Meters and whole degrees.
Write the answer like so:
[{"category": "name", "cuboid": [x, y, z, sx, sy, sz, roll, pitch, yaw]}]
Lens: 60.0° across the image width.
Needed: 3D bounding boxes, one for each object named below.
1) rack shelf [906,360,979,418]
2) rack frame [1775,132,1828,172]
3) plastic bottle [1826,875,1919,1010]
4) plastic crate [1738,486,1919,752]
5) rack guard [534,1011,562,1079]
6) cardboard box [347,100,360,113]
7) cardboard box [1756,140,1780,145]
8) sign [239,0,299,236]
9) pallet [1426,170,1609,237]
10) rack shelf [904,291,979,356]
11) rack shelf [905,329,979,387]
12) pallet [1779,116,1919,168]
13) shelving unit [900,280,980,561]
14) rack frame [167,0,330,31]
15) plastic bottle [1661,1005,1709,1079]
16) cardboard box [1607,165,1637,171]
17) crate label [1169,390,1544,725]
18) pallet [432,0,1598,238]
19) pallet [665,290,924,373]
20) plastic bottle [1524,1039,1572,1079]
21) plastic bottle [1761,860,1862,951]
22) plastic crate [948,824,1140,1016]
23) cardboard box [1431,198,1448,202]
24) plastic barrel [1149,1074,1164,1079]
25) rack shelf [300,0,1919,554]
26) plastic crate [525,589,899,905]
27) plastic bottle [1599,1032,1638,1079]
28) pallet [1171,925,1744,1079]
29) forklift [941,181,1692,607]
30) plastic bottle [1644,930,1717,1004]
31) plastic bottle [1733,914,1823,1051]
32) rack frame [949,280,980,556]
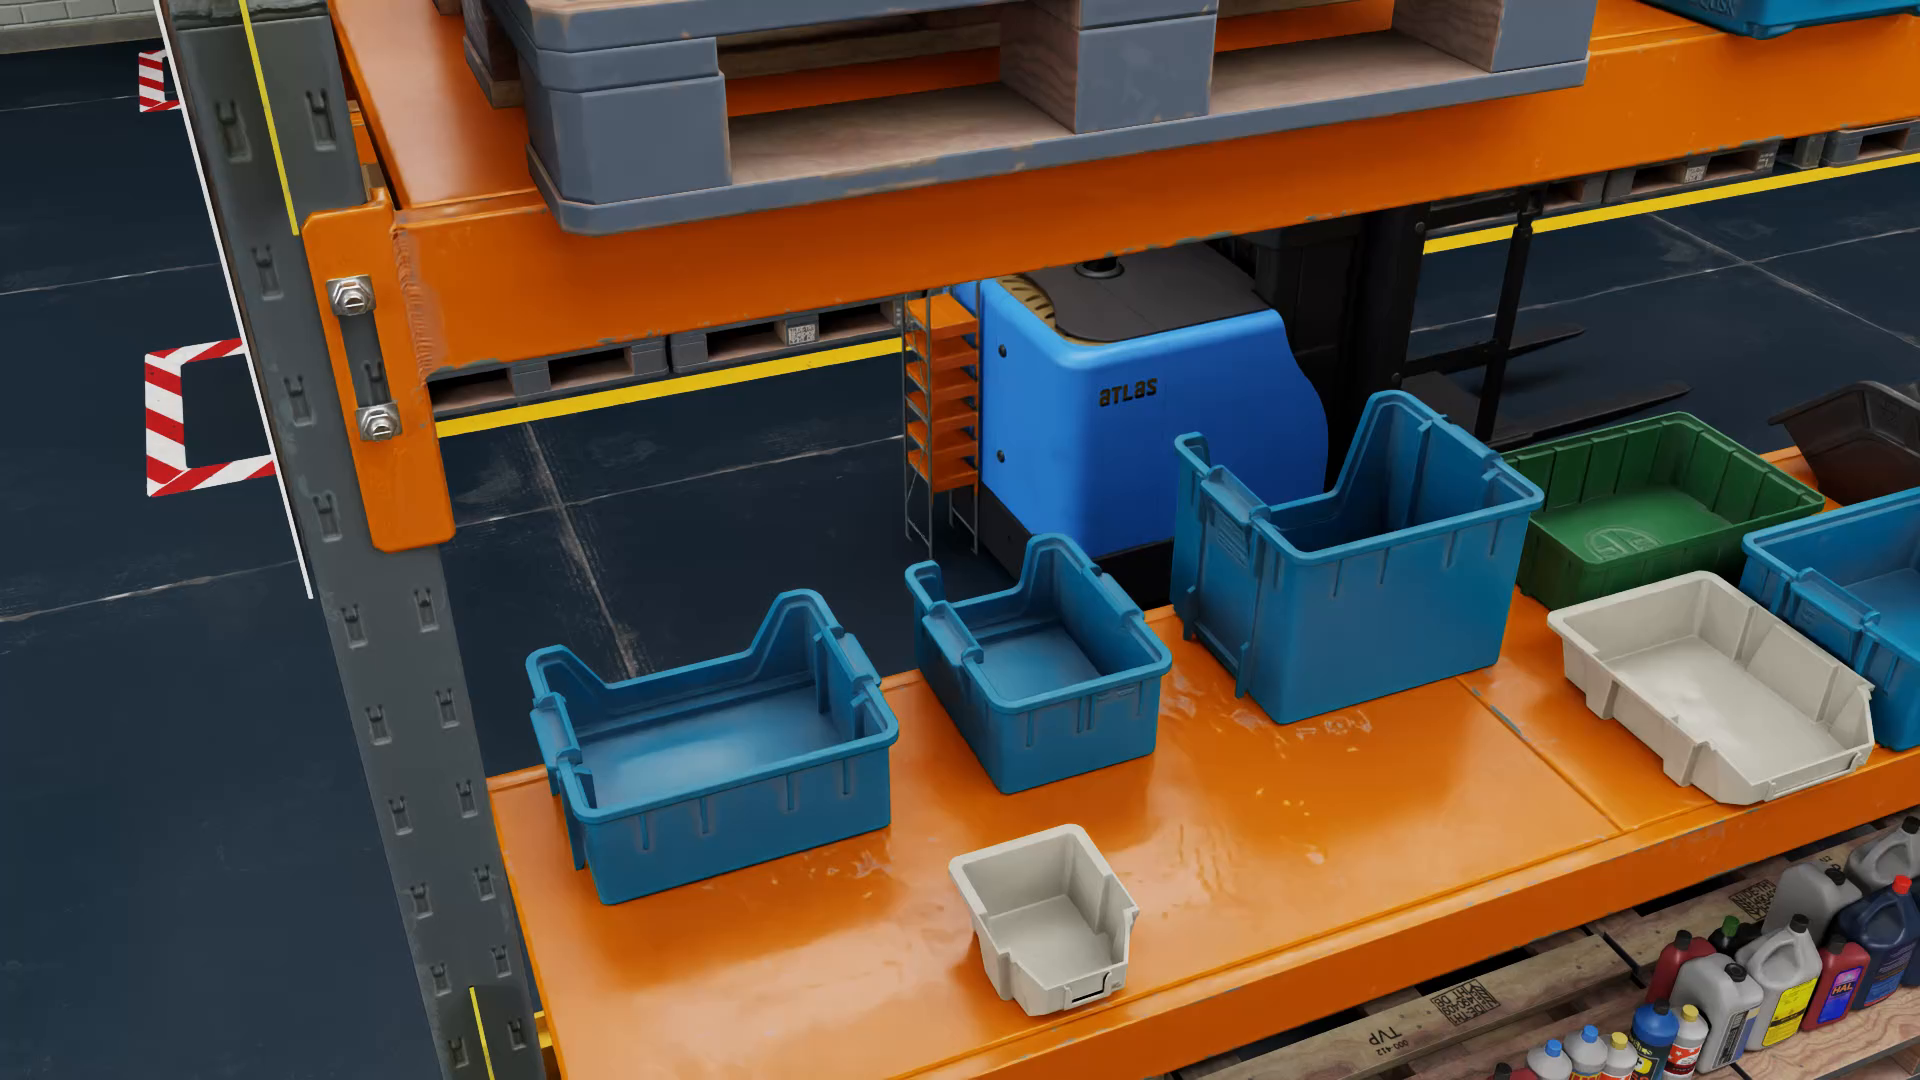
[{"category": "rack shelf", "cuboid": [-0.069, -0.546, 5.851, 0.180, 0.103, 0.258, -14, 36, -21]}, {"category": "rack frame", "cuboid": [4.659, -3.621, 9.065, 0.127, 3.000, 1.000, -13, 35, -19]}, {"category": "plastic bottle", "cuboid": [2.225, 0.962, 4.046, 0.185, 0.351, 0.144, -15, 36, -21]}, {"category": "plastic crate", "cuboid": [1.969, 0.148, 3.409, 0.616, 0.251, 0.499, -13, 35, -19]}, {"category": "rack guard", "cuboid": [-0.752, 1.568, 3.382, 0.348, 0.500, 1.175, -13, 35, -19]}, {"category": "cardboard box", "cuboid": [-2.282, -2.066, 6.583, 0.500, 0.500, 0.700, -13, 35, -19]}, {"category": "cardboard box", "cuboid": [4.268, -2.411, 9.341, 0.500, 0.250, 0.500, -12, 35, -18]}, {"category": "sign", "cuboid": [-0.595, -0.424, 1.393, 0.005, 0.325, 0.100, -13, 35, -19]}, {"category": "pallet", "cuboid": [2.761, -2.043, 9.196, 1.213, 0.211, 1.003, -13, 35, -19]}, {"category": "rack shelf", "cuboid": [-0.069, -0.748, 5.720, 0.180, 0.103, 0.258, -14, 36, -21]}, {"category": "rack shelf", "cuboid": [-0.069, -0.647, 5.786, 0.180, 0.103, 0.258, -14, 36, -21]}, {"category": "pallet", "cuboid": [5.362, -2.591, 10.038, 1.213, 0.211, 1.003, -13, 35, -19]}, {"category": "shelving unit", "cuboid": [-0.069, -0.483, 5.892, 0.189, 1.200, 0.258, -14, 36, -21]}, {"category": "rack frame", "cuboid": [-0.804, -1.955, 1.003, 0.127, 3.000, 1.000, -13, 35, -19]}, {"category": "plastic bottle", "cuboid": [1.678, 1.164, 3.873, 0.097, 0.201, 0.097, 0, 33, 0]}, {"category": "cardboard box", "cuboid": [3.329, -2.196, 9.010, 0.500, 0.250, 0.500, -12, 35, -18]}, {"category": "crate label", "cuboid": [0.789, 0.020, 3.436, 0.616, 0.435, 0.502, -13, 35, -19]}, {"category": "pallet", "cuboid": [-0.003, -0.744, 2.066, 1.213, 0.211, 1.003, -13, 35, -19]}, {"category": "pallet", "cuboid": [-0.906, -1.201, 7.903, 1.213, 0.211, 1.003, -13, 35, -19]}, {"category": "plastic bottle", "cuboid": [1.305, 1.220, 3.722, 0.097, 0.271, 0.097, 0, 33, 0]}, {"category": "plastic bottle", "cuboid": [2.145, 0.925, 4.173, 0.135, 0.276, 0.152, -13, 35, -19]}, {"category": "plastic crate", "cuboid": [0.146, 0.643, 2.753, 0.250, 0.136, 0.298, -13, 35, -19]}, {"category": "cardboard box", "cuboid": [2.387, -1.979, 8.677, 0.500, 0.250, 0.500, -14, 36, -20]}, {"category": "plastic barrel", "cuboid": [0.236, 1.143, 3.639, 0.421, 0.512, 0.421, 0, 33, 0]}, {"category": "rack shelf", "cuboid": [1.040, -0.818, 2.667, 4.000, 0.370, 1.077, -13, 35, -19]}, {"category": "plastic crate", "cuboid": [-0.458, 0.366, 3.074, 0.616, 0.251, 0.499, -13, 35, -19]}, {"category": "plastic bottle", "cuboid": [1.488, 1.208, 3.806, 0.097, 0.201, 0.097, 0, 33, 0]}, {"category": "pallet", "cuboid": [1.123, 1.264, 4.113, 1.213, 0.211, 1.003, -13, 35, -19]}, {"category": "forklift", "cuboid": [1.483, -1.477, 5.833, 3.031, 2.935, 1.130, -14, 36, -21]}, {"category": "plastic bottle", "cuboid": [1.734, 1.038, 3.992, 0.133, 0.283, 0.061, -13, 35, -19]}, {"category": "plastic bottle", "cuboid": [1.928, 1.031, 3.941, 0.185, 0.351, 0.144, -13, 35, -19]}, {"category": "rack frame", "cuboid": [0.014, -0.504, 5.925, 0.006, 1.200, 0.240, -14, 36, -21]}]
